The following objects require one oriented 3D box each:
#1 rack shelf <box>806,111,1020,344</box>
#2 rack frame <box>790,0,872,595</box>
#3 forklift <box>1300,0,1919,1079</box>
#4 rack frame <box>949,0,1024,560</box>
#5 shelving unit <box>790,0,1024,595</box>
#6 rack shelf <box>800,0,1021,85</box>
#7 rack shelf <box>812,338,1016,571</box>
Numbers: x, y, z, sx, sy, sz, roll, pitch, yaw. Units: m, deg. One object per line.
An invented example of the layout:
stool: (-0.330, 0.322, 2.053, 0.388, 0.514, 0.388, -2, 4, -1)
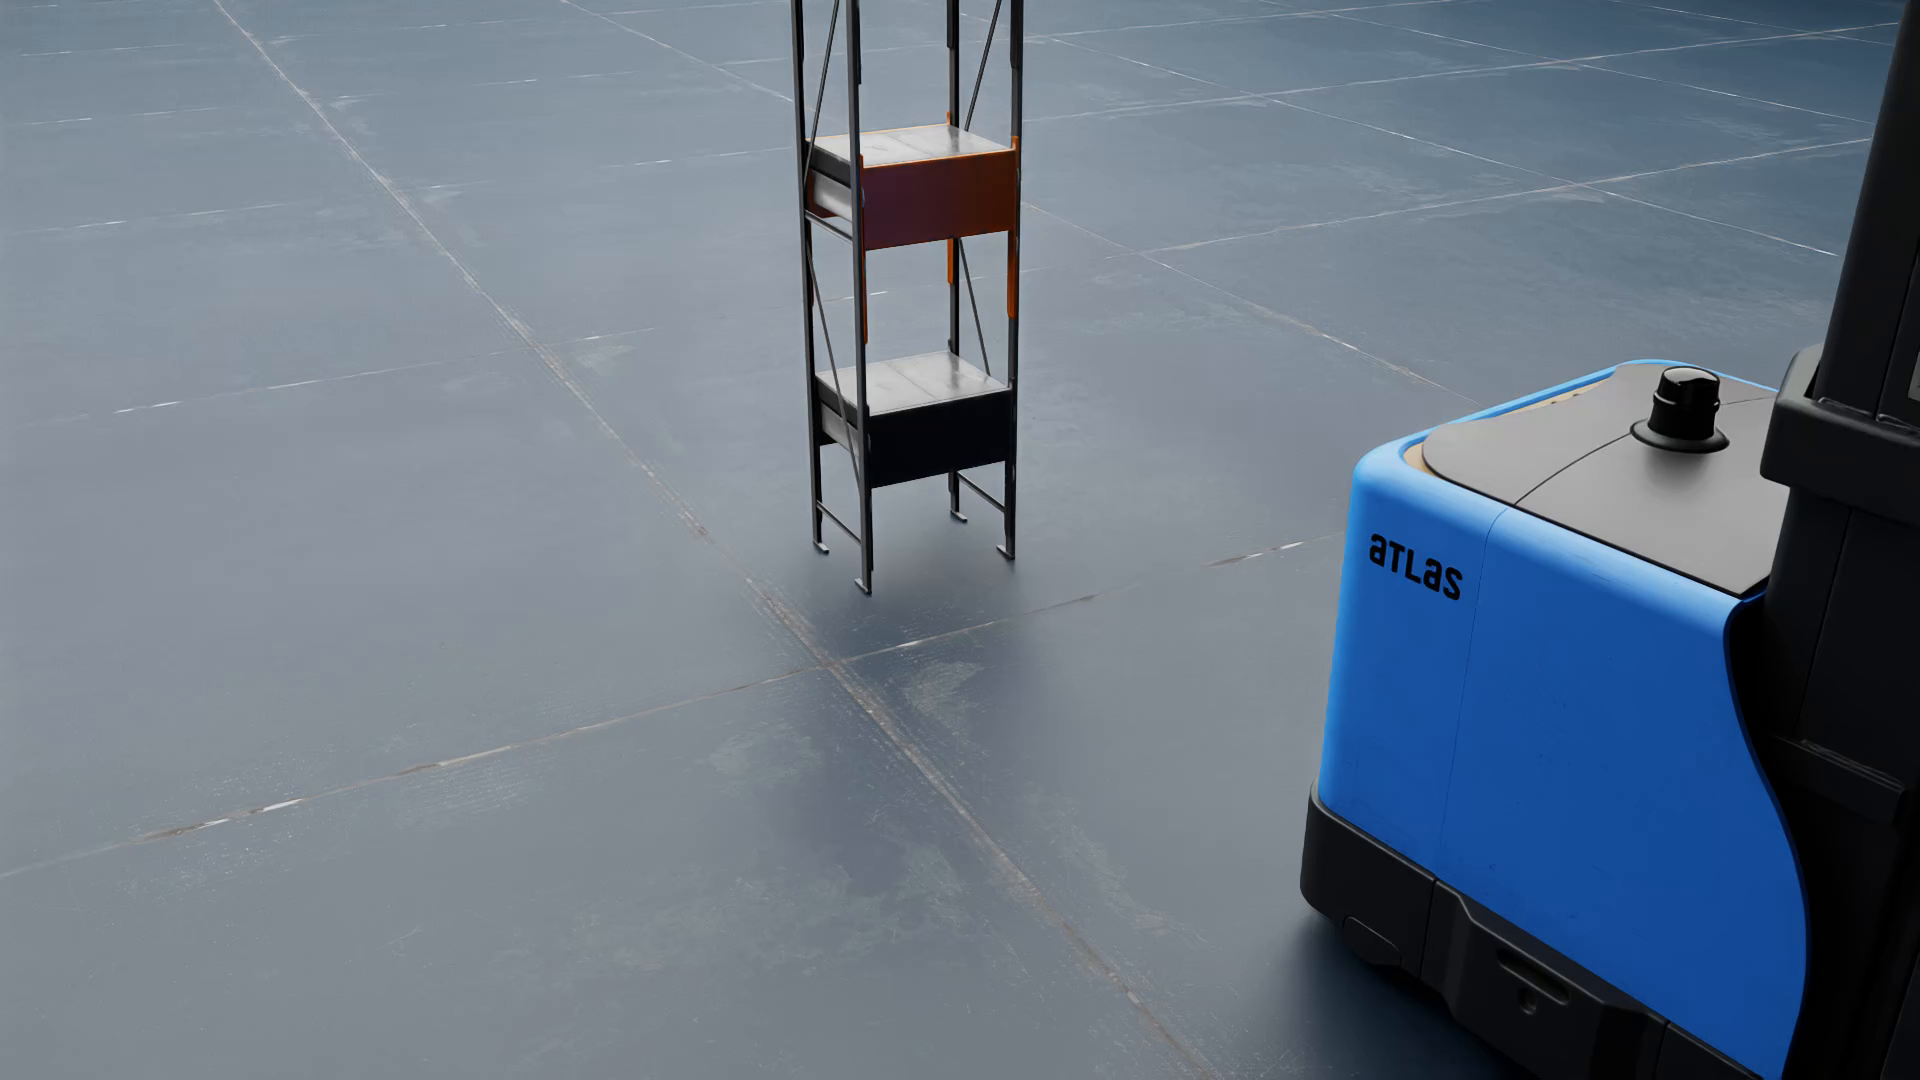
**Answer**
rack shelf: (-0.146, -0.901, 4.731, 0.480, 0.518, 0.431, -13, 29, -25)
rack frame: (-0.361, -0.863, 4.622, 0.015, 2.100, 0.400, -13, 29, -25)
forklift: (2.003, -0.129, 2.133, 1.130, 2.935, 3.031, -18, 31, -32)
rack frame: (0.069, -0.963, 4.829, 0.015, 2.100, 0.400, -13, 29, -25)
shelving unit: (-0.146, -0.913, 4.725, 0.503, 2.100, 0.431, -13, 29, -25)
rack shelf: (-0.146, -1.532, 4.428, 0.480, 0.518, 0.431, -13, 29, -25)
rack shelf: (-0.146, -0.270, 5.034, 0.480, 0.518, 0.431, -13, 29, -25)
